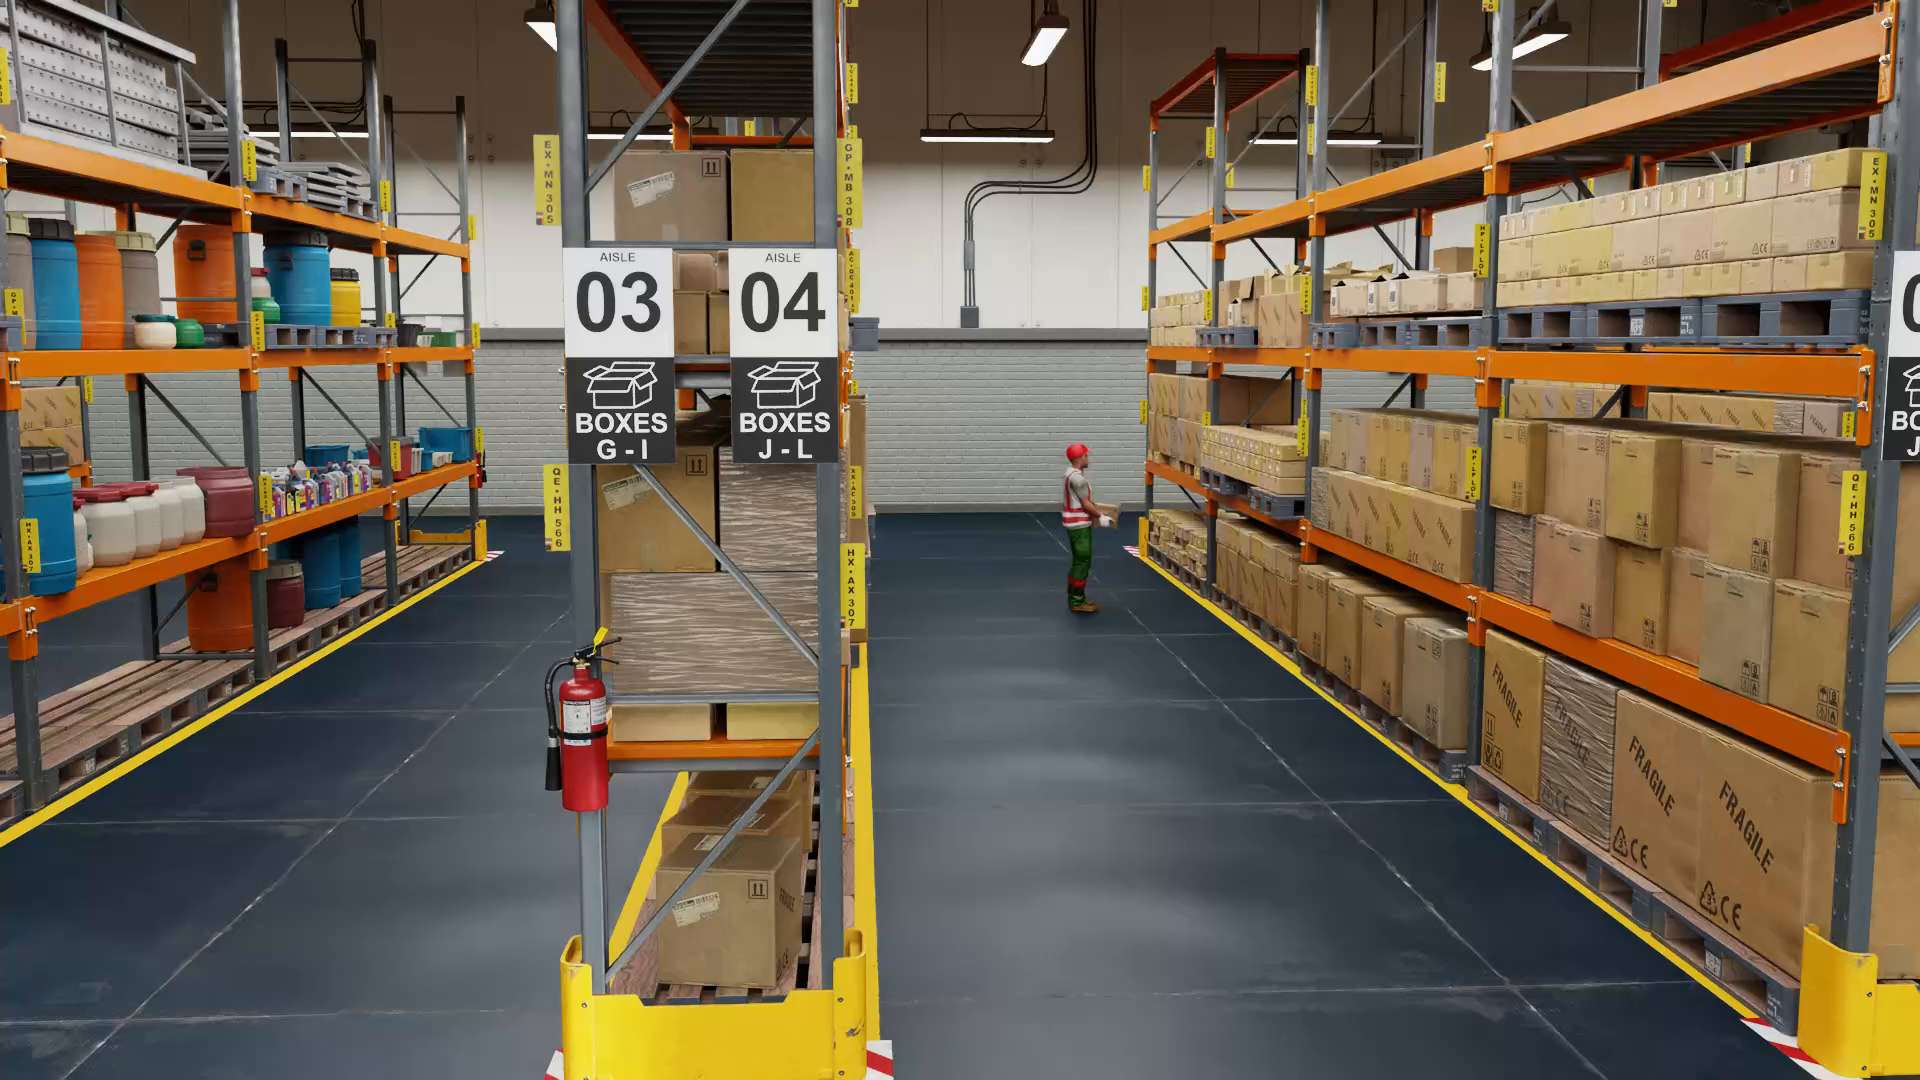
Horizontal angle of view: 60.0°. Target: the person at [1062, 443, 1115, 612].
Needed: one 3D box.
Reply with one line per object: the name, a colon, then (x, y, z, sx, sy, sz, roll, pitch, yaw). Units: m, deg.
person: (1.366, -0.142, 17.814, 0.538, 1.794, 0.522, 0, 7, -4)
